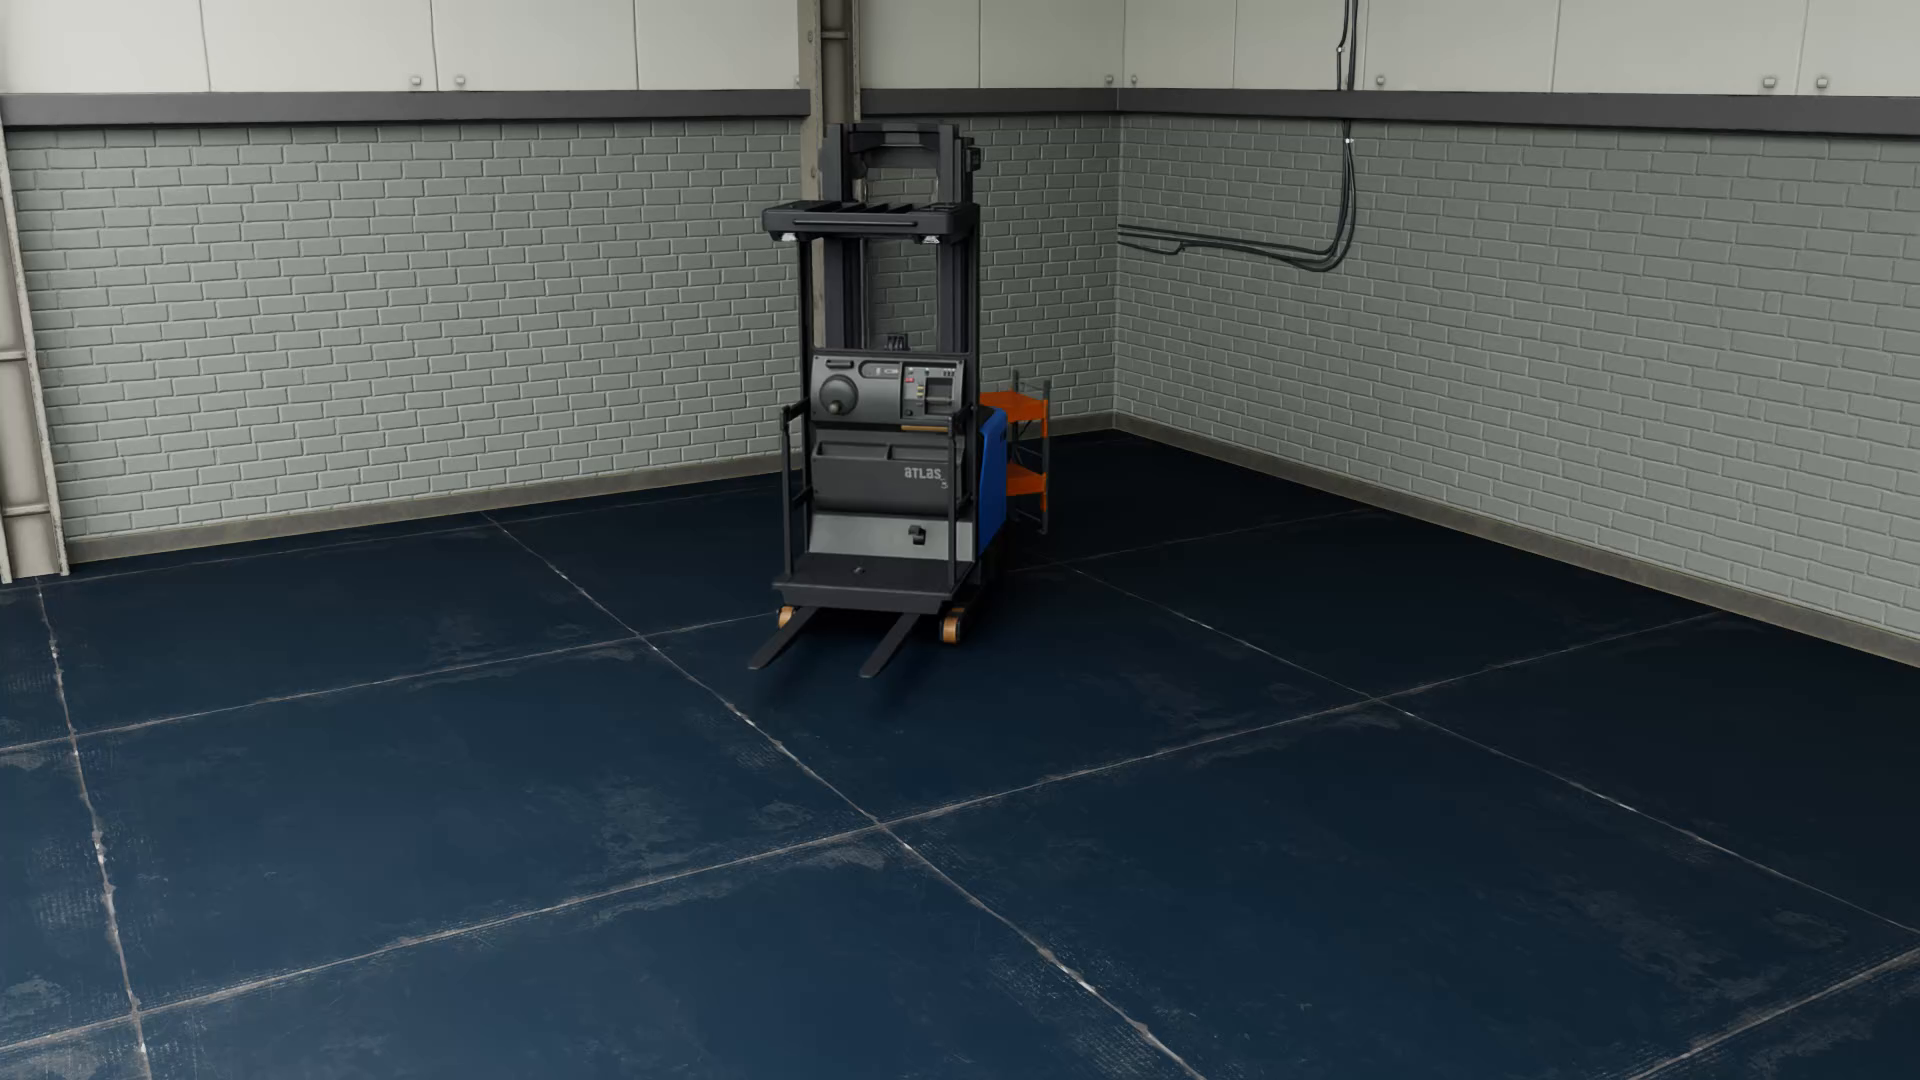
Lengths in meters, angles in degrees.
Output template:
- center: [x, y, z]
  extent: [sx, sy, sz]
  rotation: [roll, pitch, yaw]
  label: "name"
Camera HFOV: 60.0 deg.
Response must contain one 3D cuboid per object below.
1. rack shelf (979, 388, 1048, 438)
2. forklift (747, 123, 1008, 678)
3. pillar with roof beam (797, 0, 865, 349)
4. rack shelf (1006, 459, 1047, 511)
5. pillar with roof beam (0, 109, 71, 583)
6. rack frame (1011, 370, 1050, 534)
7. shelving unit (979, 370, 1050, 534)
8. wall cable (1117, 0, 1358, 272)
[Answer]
- center: [0.059, -0.865, 11.827]
  extent: [1.000, 0.278, 0.538]
  rotation: [-8, 17, -26]
  label: "rack shelf"
- center: [-0.475, -0.908, 9.720]
  extent: [1.130, 2.935, 3.031]
  rotation: [3, 16, 11]
  label: "forklift"
- center: [1.180, -3.949, 9.324]
  extent: [0.400, 9.000, 9.100]
  rotation: [-9, 18, -30]
  label: "pillar with roof beam"
- center: [0.059, -0.348, 11.972]
  extent: [1.000, 0.278, 0.538]
  rotation: [-8, 17, -26]
  label: "rack shelf"
- center: [-3.963, -3.114, 6.348]
  extent: [0.400, 9.000, 9.100]
  rotation: [-9, 18, -30]
  label: "pillar with roof beam"
- center: [0.512, -0.645, 12.128]
  extent: [0.032, 1.125, 0.500]
  rotation: [-8, 17, -26]
  label: "rack frame"
- center: [0.059, -0.583, 11.906]
  extent: [1.048, 1.125, 0.538]
  rotation: [-8, 17, -26]
  label: "shelving unit"
- center: [2.169, -3.553, 13.665]
  extent: [0.112, 2.526, 3.097]
  rotation: [-9, 18, -30]
  label: "wall cable"
